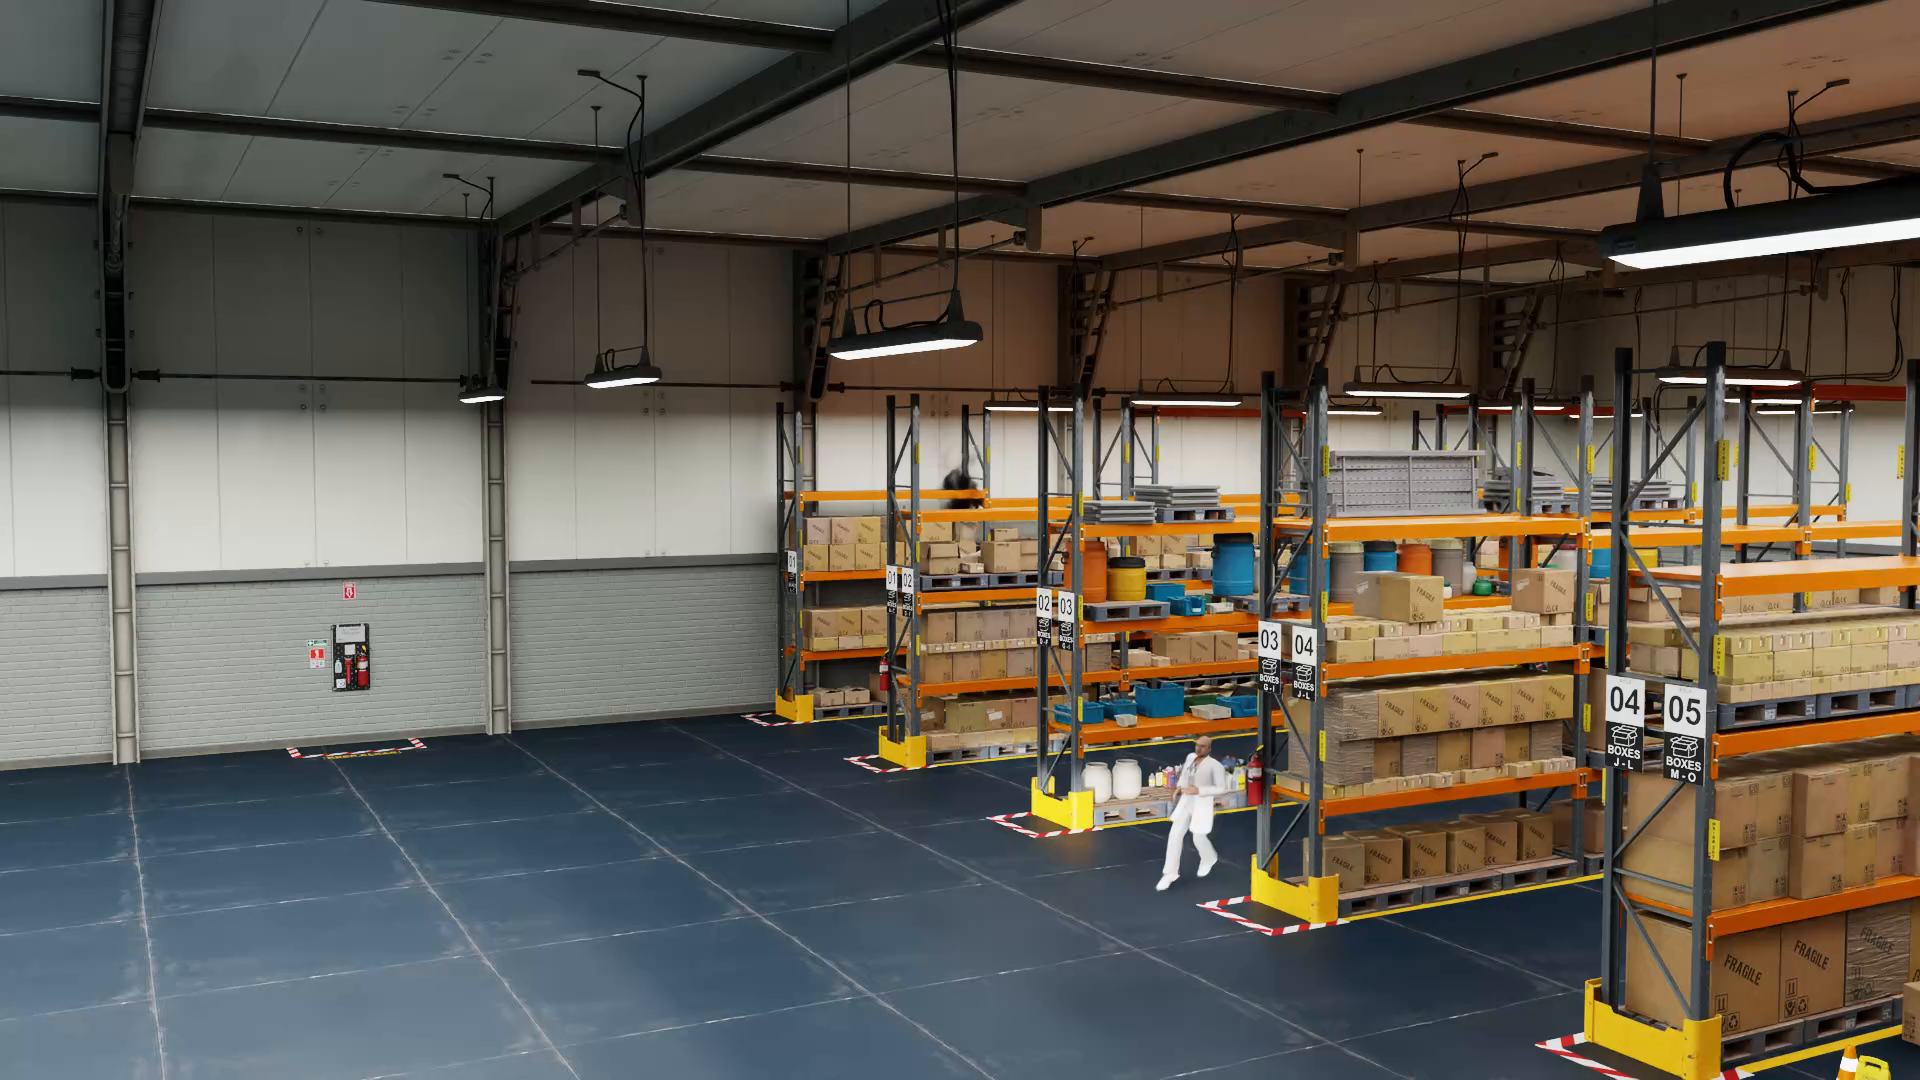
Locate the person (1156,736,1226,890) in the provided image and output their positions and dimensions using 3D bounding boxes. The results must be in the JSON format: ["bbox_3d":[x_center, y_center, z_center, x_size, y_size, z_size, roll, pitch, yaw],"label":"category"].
[{"bbox_3d":[2.808,3.176,19.526,0.733,1.783,1.030,3,4,40],"label":"person"}]
